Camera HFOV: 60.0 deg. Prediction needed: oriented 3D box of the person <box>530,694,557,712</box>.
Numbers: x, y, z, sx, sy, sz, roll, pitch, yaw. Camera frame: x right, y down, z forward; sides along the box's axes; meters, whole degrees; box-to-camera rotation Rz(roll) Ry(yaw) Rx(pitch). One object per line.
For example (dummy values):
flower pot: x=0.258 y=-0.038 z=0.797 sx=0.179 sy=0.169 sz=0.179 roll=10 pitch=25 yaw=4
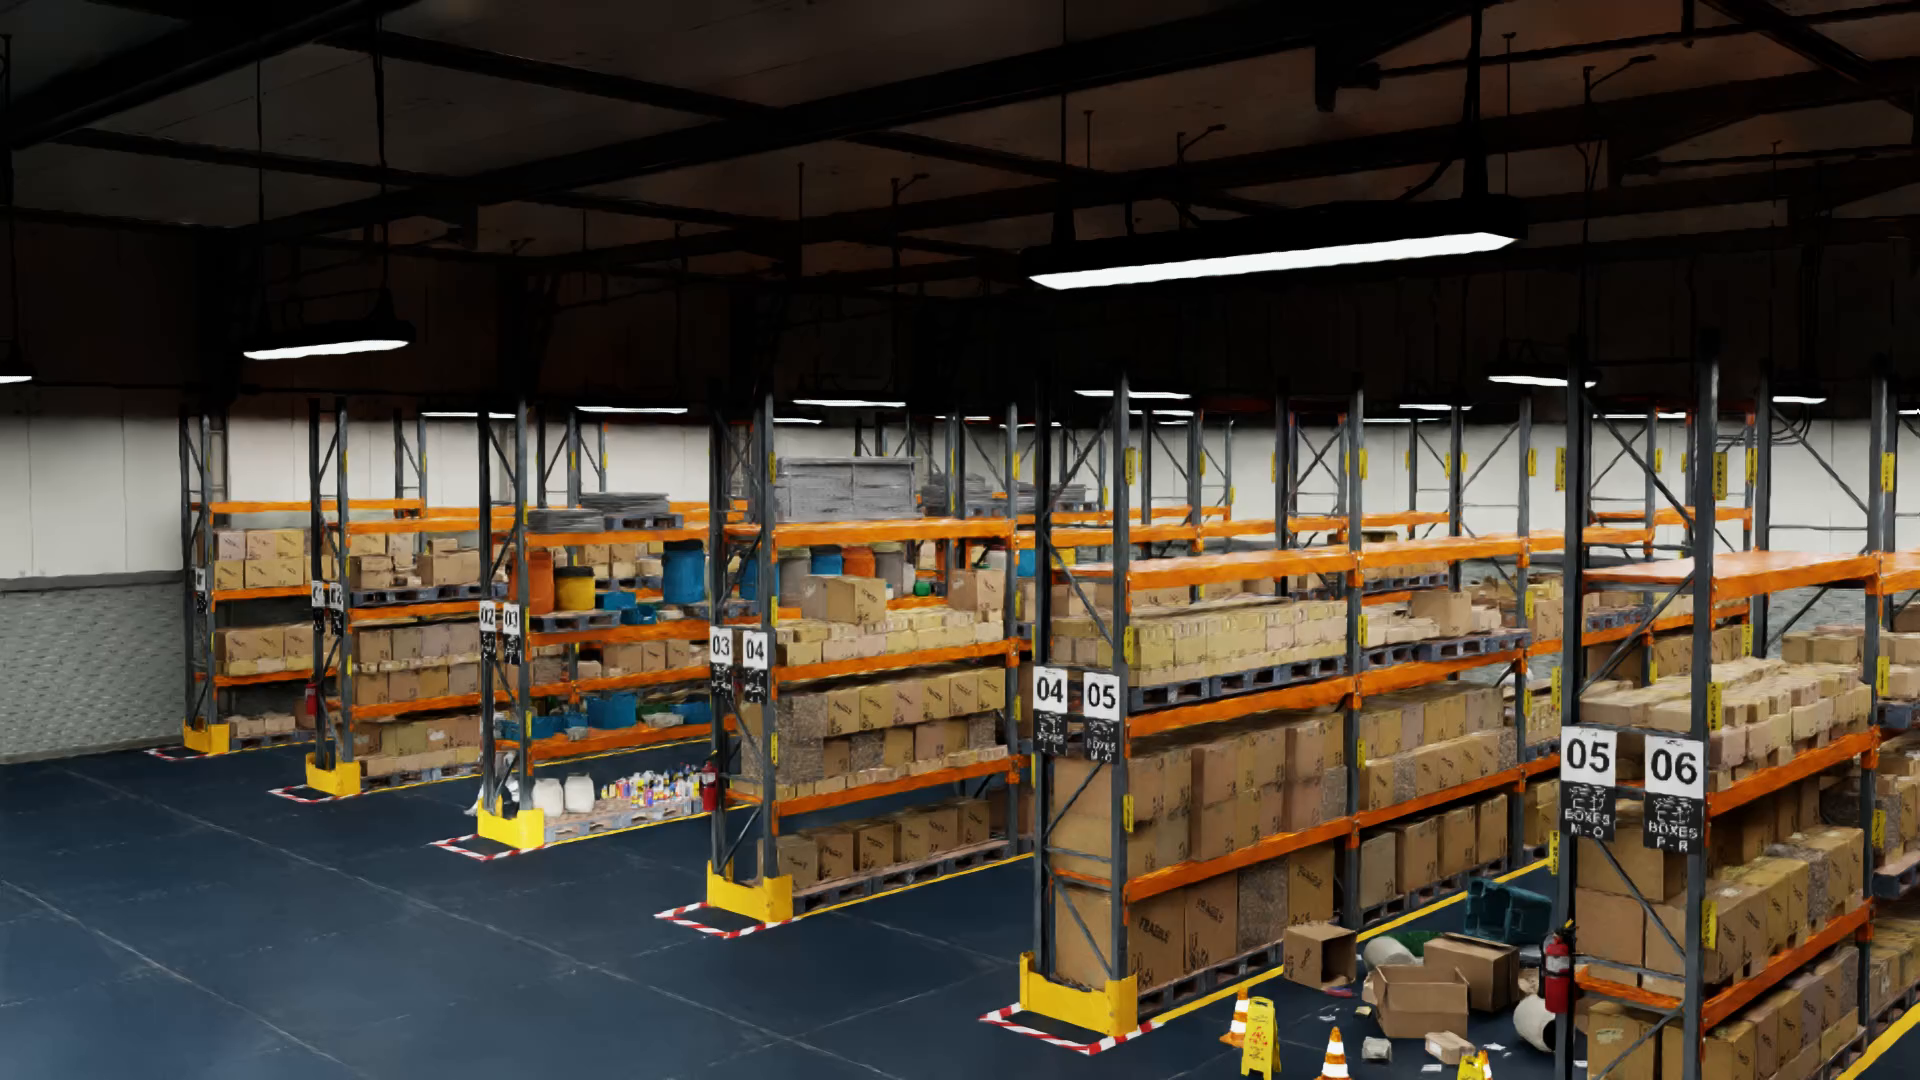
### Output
person: x=-7.597 y=2.715 z=30.002 sx=0.550 sy=1.709 sz=1.128 roll=3 pitch=4 yaw=41

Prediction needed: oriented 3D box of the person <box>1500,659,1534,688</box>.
person: x=9.678 y=2.776 z=28.979 sx=0.583 sy=1.686 sz=1.111 roll=3 pitch=4 yaw=42

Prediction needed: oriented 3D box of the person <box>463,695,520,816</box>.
person: x=-6.717 y=3.040 z=23.817 sx=0.557 sy=1.708 sz=1.125 roll=3 pitch=4 yaw=42
